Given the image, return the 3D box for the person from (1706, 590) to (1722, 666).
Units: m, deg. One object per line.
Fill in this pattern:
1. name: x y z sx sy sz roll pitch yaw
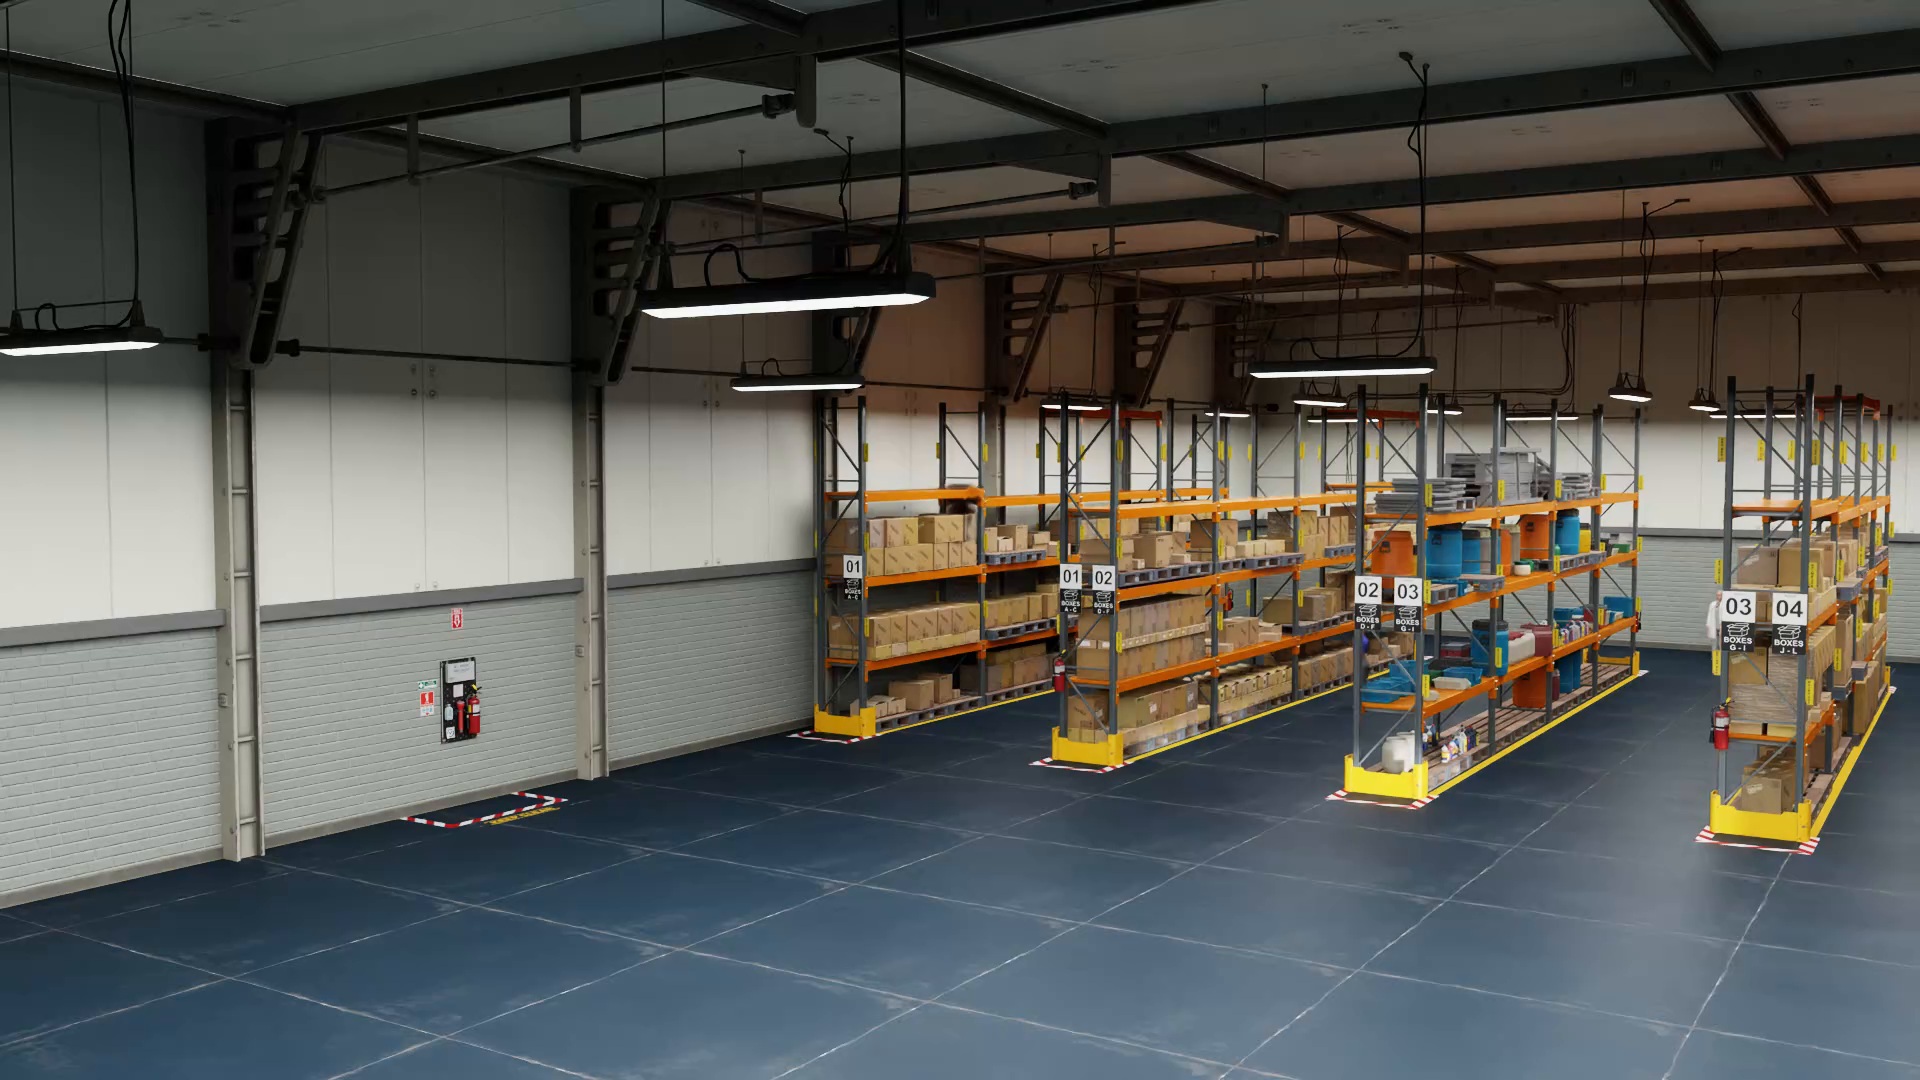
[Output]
1. person: 17.757 2.183 38.887 0.586 1.611 0.594 2 3 30

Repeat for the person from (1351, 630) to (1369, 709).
1. person: 7.814 2.467 32.465 0.338 1.661 0.505 1 3 22
